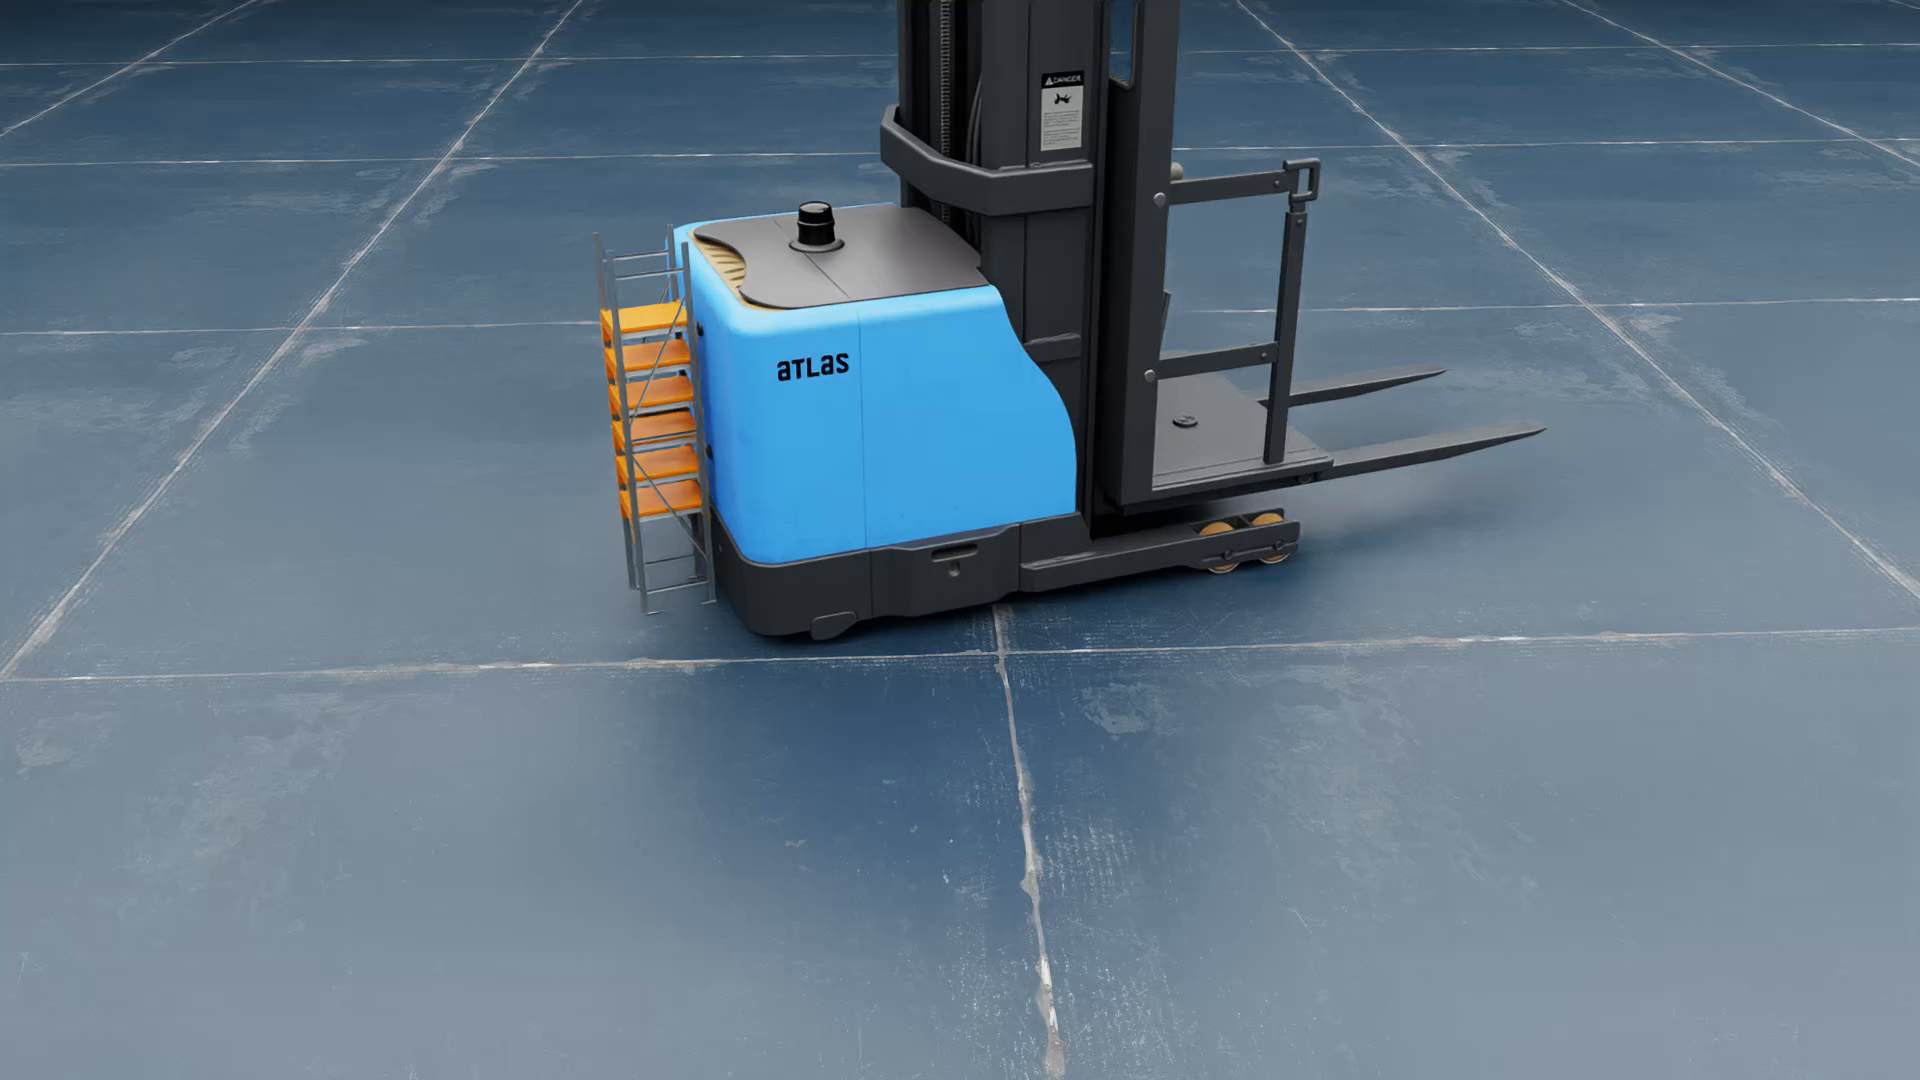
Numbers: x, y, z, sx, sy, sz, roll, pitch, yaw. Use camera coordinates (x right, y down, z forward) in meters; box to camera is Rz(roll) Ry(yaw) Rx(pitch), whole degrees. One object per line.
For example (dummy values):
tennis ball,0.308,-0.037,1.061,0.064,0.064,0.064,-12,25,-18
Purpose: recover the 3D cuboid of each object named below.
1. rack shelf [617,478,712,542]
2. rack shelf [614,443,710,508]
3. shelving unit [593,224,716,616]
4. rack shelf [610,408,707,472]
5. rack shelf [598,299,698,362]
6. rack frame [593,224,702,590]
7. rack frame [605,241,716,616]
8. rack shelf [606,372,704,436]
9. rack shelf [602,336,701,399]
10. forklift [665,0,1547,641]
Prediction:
rack shelf,-0.933,-0.098,5.255,0.258,0.103,0.180,-11,29,-20
rack shelf,-0.933,-0.204,5.200,0.258,0.103,0.180,-11,29,-20
shelving unit,-0.933,-0.350,5.124,0.258,1.200,0.189,-11,29,-20
rack shelf,-0.933,-0.311,5.144,0.258,0.103,0.180,-11,29,-20
rack shelf,-0.933,-0.630,4.978,0.258,0.103,0.180,-11,29,-20
rack frame,-0.967,-0.389,5.199,0.240,1.200,0.006,-11,29,-20
rack frame,-0.898,-0.311,5.048,0.240,1.200,0.006,-11,29,-20
rack shelf,-0.933,-0.417,5.089,0.258,0.103,0.180,-11,29,-20
rack shelf,-0.933,-0.523,5.033,0.258,0.103,0.180,-11,29,-20
forklift,0.605,-1.406,5.276,3.031,2.935,1.130,-10,29,-18
